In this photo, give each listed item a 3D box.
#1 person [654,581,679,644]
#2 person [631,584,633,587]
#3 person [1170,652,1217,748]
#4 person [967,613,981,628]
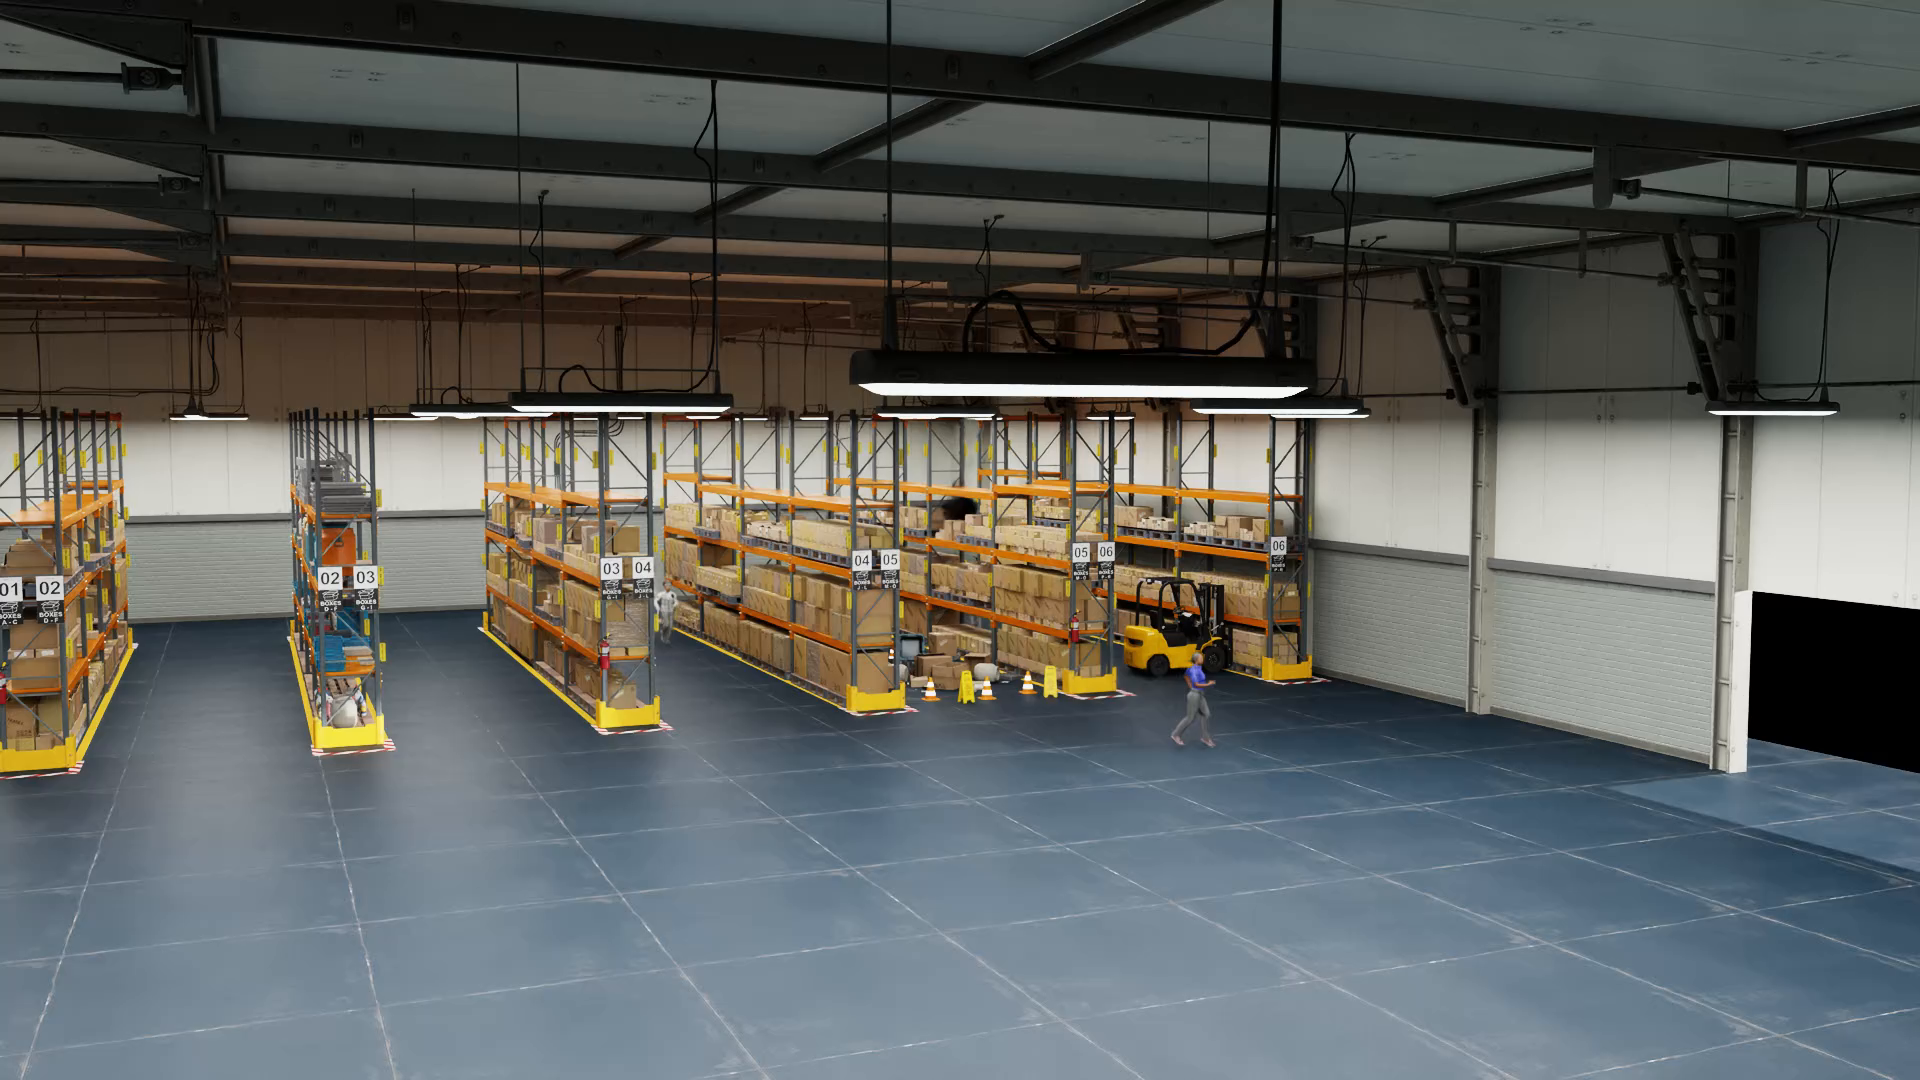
[{"bbox_3d":[-7.549,1.874,42.991,0.603,1.647,0.587,-2,4,-27],"label":"person"},{"bbox_3d":[-9.339,1.556,48.162,0.583,1.701,0.684,3,5,36],"label":"person"},{"bbox_3d":[4.131,2.837,29.382,0.805,1.692,0.603,1,4,16],"label":"person"},{"bbox_3d":[0.373,1.719,45.335,0.596,1.685,0.644,-2,4,-22],"label":"person"}]
